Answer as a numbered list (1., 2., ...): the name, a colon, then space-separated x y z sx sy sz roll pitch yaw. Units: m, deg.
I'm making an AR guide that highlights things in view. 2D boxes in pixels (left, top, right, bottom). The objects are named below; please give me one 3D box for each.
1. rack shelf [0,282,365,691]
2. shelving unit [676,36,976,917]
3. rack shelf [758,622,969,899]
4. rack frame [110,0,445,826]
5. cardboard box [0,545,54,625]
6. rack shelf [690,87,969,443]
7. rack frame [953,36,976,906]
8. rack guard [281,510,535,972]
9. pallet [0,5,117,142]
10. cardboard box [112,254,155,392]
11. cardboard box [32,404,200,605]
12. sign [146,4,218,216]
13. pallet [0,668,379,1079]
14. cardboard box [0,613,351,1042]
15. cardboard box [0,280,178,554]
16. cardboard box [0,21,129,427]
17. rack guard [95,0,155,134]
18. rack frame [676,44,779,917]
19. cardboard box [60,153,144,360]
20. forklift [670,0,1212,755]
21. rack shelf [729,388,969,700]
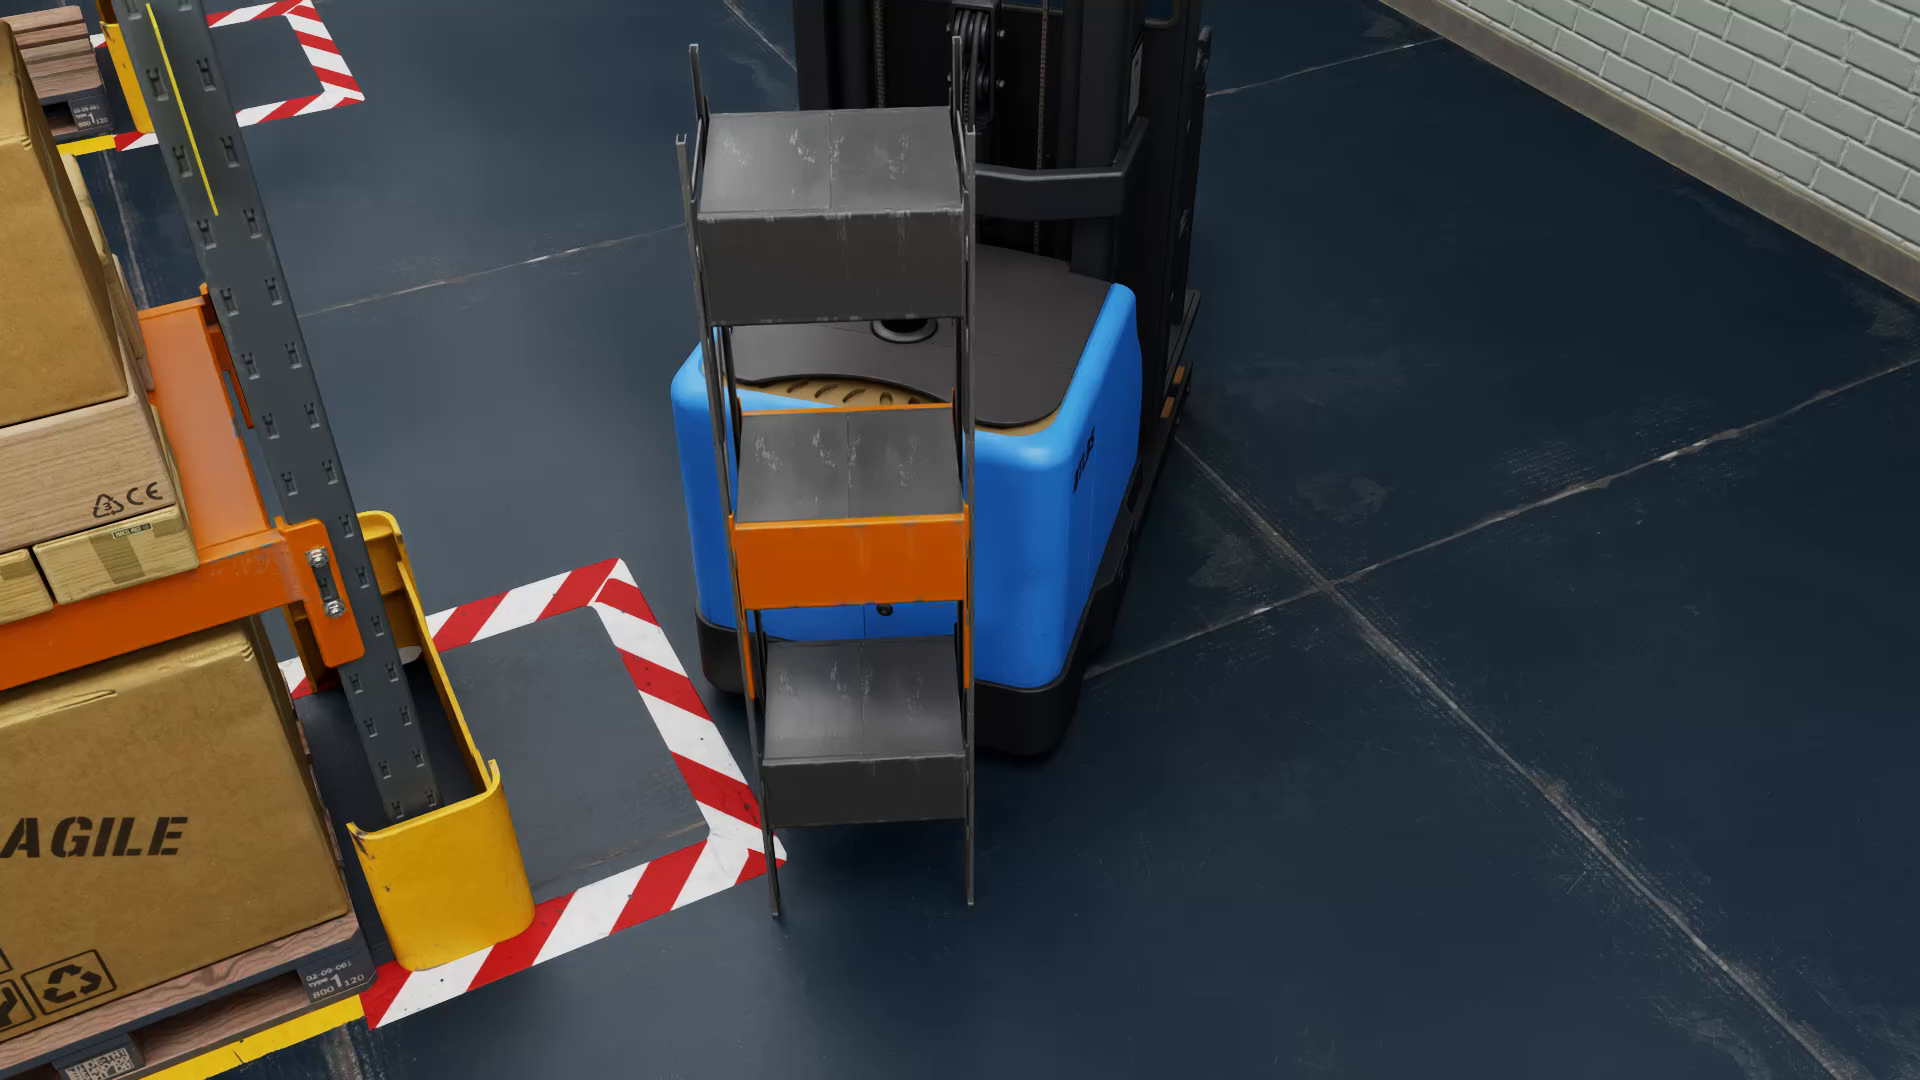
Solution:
1. rack shelf: -3.253 0.406 3.006 4.000 0.370 1.077 -19 44 -21
2. shelving unit: -0.233 -0.002 3.626 0.503 2.100 0.431 -3 40 -3
3. rack shelf: -0.230 0.542 4.087 0.480 0.518 0.431 -3 40 -3
4. rack frame: -1.479 -0.466 3.479 0.127 3.000 1.000 -19 44 -21
5. cardboard box: -1.873 0.004 3.119 0.250 0.149 0.380 -18 44 -20
6. rack shelf: -0.236 -0.526 3.182 0.480 0.518 0.431 -3 40 -3
7. rack frame: 0.010 -0.013 3.637 0.015 2.100 0.400 -3 40 -3
8. rack guard: -1.458 0.481 4.295 0.348 0.500 1.175 -19 44 -21
9. pallet: -4.517 -2.016 7.468 1.213 0.211 1.003 -19 44 -21
10. cardboard box: -1.947 -0.453 3.658 0.250 0.149 0.380 -18 43 -20
11. cardboard box: -1.643 -0.075 3.211 0.250 0.149 0.380 -18 43 -20
12. sign: -1.241 -0.683 2.656 0.005 0.325 0.100 -19 44 -21
13. pallet: -2.152 0.882 4.045 1.213 0.211 1.003 -19 44 -21
14. cardboard box: -2.010 0.422 3.750 0.875 0.875 0.875 -19 44 -21
15. cardboard box: -1.786 -0.225 3.081 0.500 0.250 0.500 -19 44 -21
16. cardboard box: -1.790 -0.512 2.839 0.500 0.500 0.500 -18 43 -20
17. rack guard: -3.752 -2.365 7.656 0.348 0.500 1.175 -19 44 -21
18. rack frame: -0.477 0.009 3.614 0.015 2.100 0.400 -3 40 -3
19. cardboard box: -2.030 -0.534 3.445 0.500 0.250 0.500 -20 44 -22
20. forklift: 0.176 -1.505 4.759 1.130 2.935 3.031 11 41 12
21. rack shelf: -0.233 0.008 3.634 0.480 0.518 0.431 -3 40 -3
